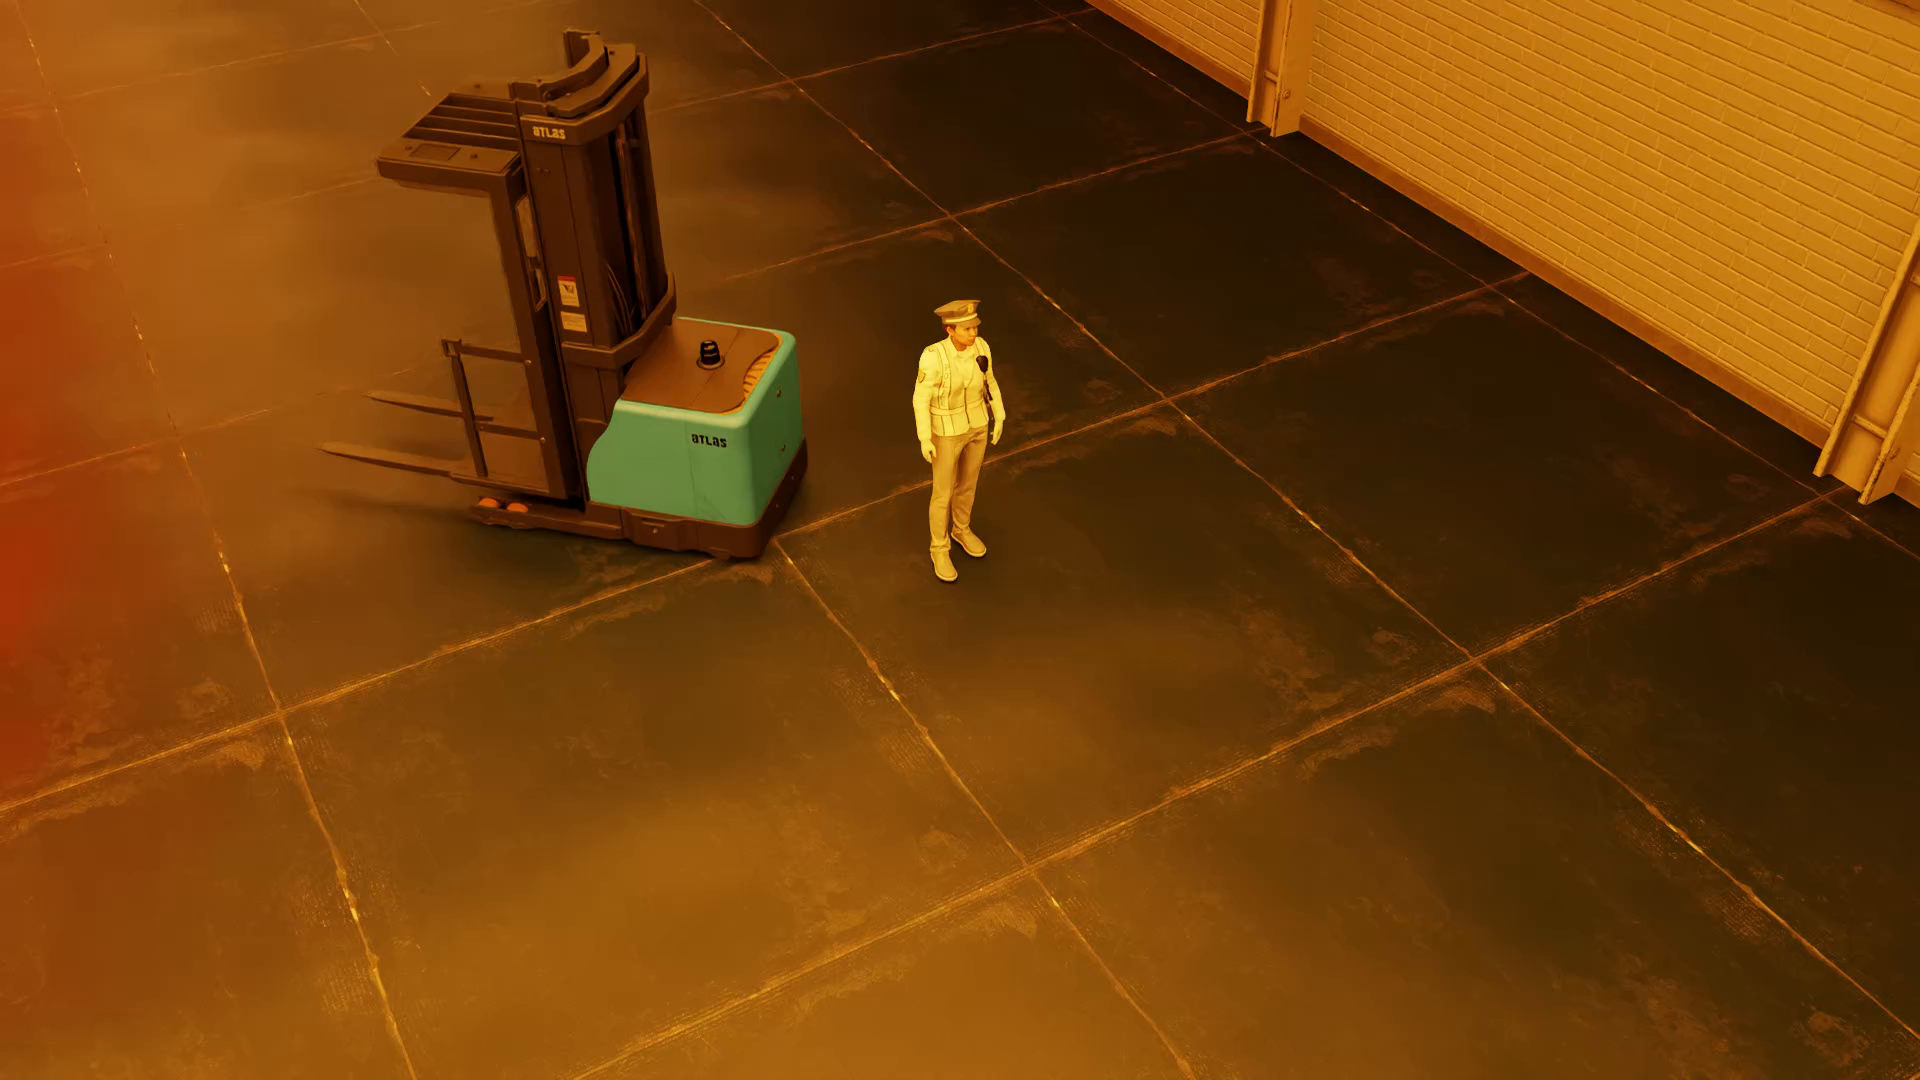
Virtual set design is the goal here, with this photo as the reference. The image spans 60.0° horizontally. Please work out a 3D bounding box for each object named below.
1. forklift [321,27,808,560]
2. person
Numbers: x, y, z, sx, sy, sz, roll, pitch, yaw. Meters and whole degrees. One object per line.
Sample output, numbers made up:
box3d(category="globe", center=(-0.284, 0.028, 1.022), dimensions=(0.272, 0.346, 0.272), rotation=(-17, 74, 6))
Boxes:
box3d(category="forklift", center=(-2.562, -1.511, 9.858), dimensions=(3.031, 2.935, 1.130), rotation=(9, 41, 11))
box3d(category="person", center=(0.028, -0.619, 9.740), dimensions=(0.588, 1.697, 0.533), rotation=(-20, 44, -23))
